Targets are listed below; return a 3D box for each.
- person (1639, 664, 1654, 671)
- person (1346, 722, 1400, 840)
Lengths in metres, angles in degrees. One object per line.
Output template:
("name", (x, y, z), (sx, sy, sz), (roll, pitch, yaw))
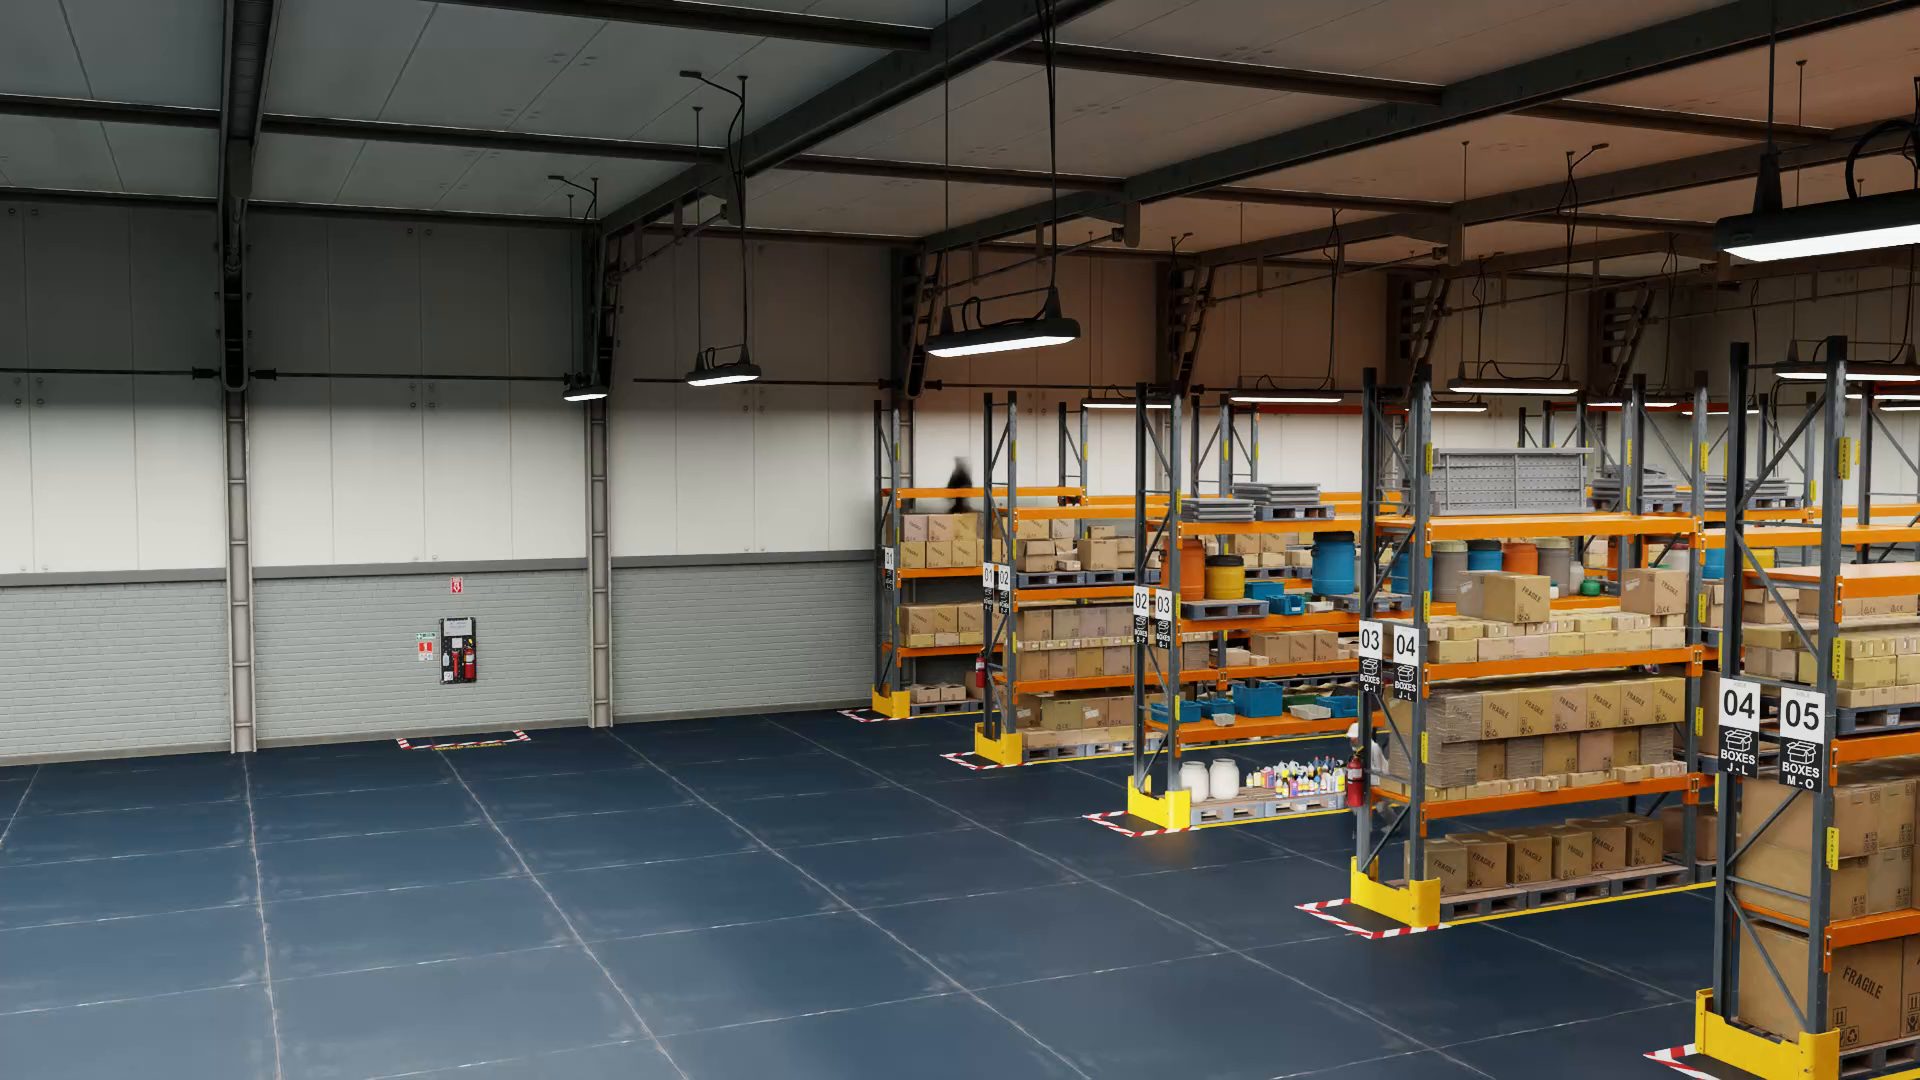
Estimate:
("person", (12.523, 2.567, 30.187), (0.702, 1.694, 0.692), (-3, 4, -40))
("person", (5.377, 3.110, 21.581), (1.115, 1.570, 0.637), (-2, 4, -33))
